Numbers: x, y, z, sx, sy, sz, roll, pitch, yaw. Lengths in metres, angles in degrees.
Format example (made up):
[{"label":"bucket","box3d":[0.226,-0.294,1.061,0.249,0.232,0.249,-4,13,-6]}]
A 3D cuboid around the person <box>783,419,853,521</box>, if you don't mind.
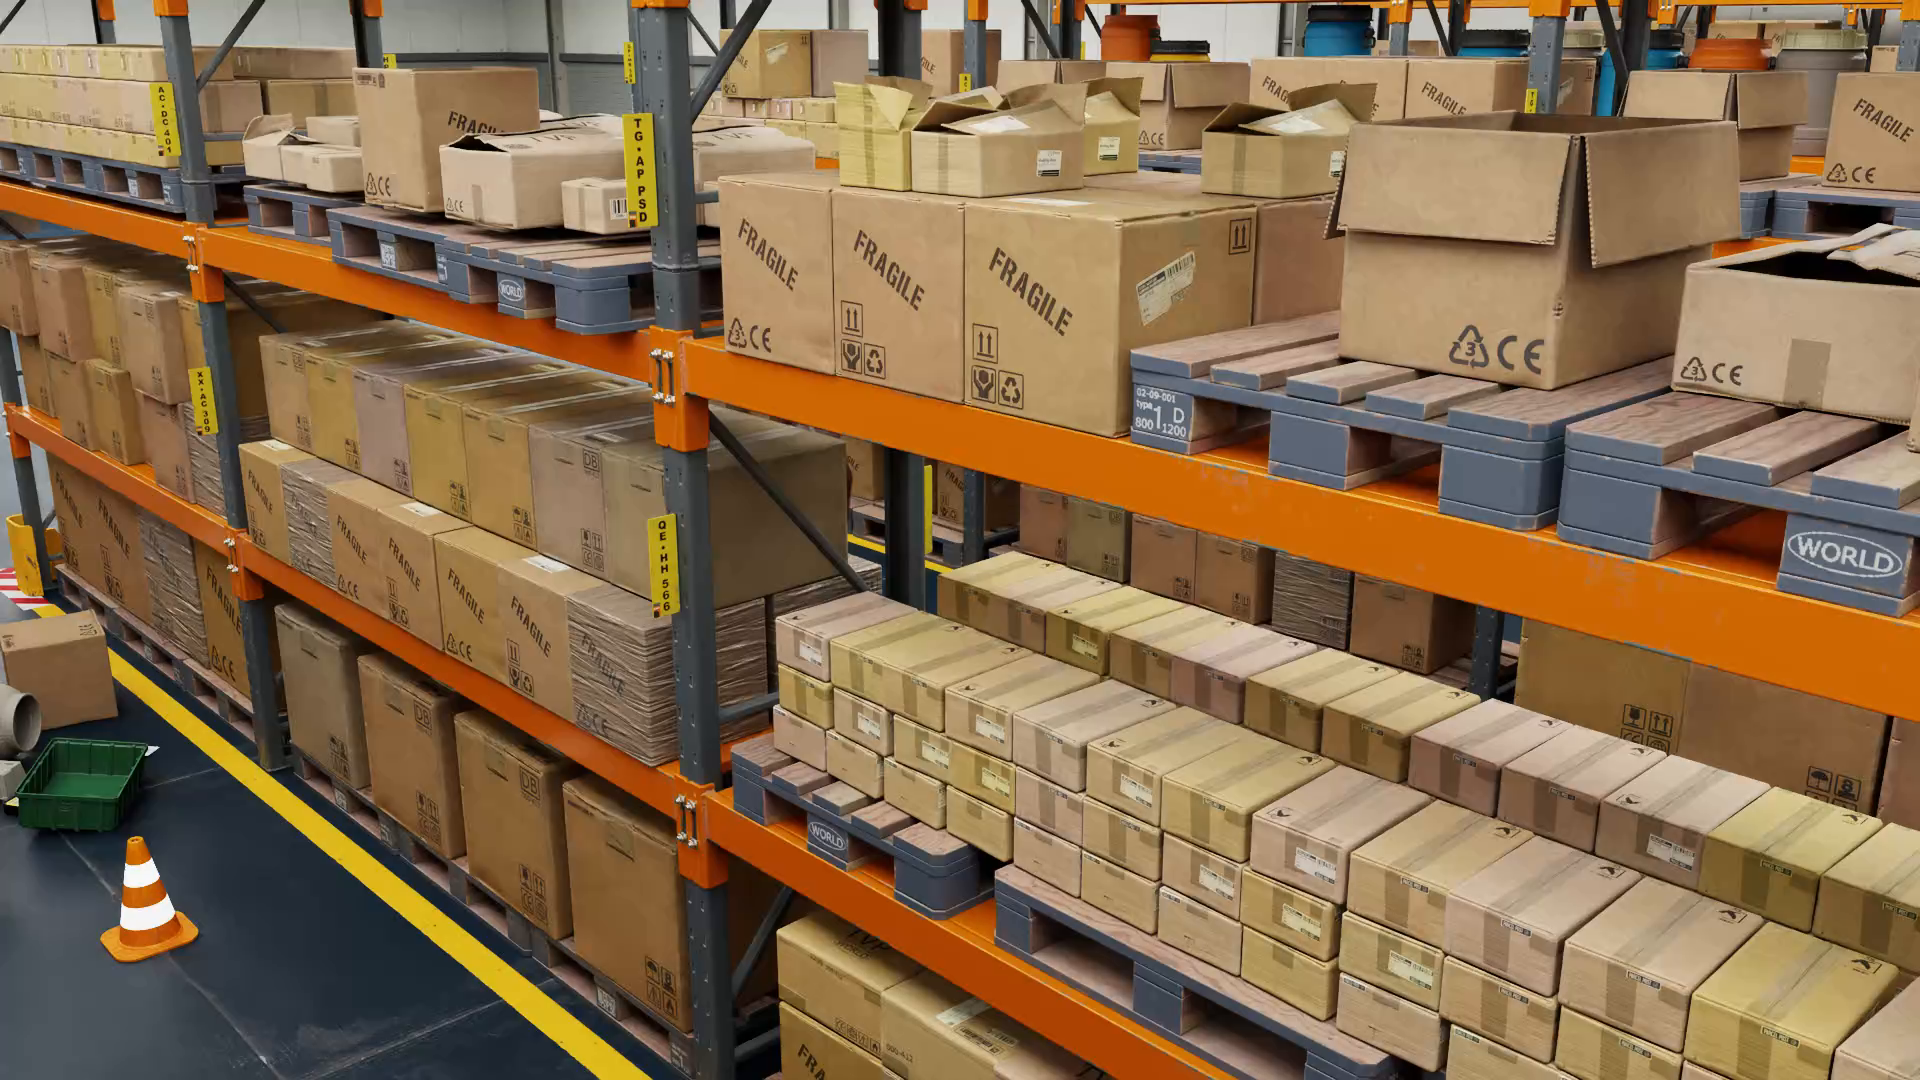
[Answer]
[{"label":"person","box3d":[-0.900,-0.049,9.730,0.654,1.774,0.415,-16,23,-42]}]
